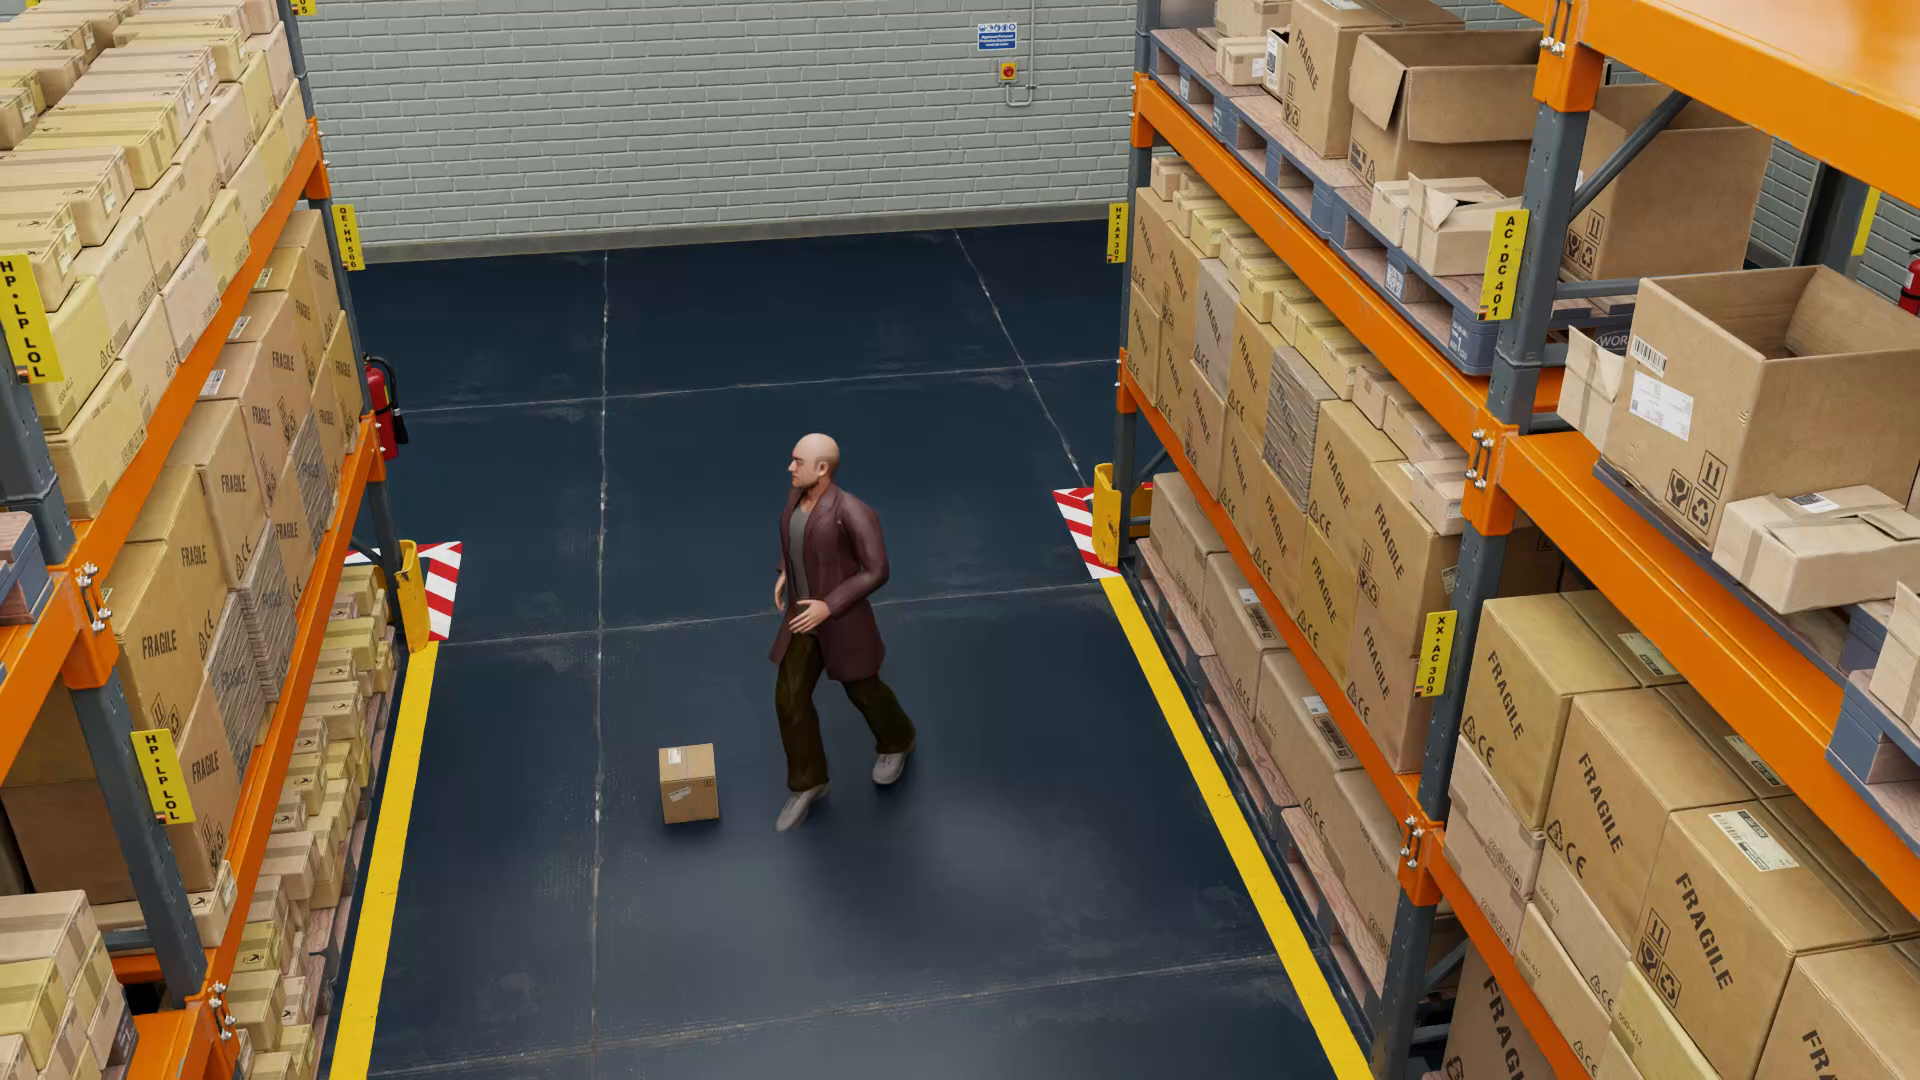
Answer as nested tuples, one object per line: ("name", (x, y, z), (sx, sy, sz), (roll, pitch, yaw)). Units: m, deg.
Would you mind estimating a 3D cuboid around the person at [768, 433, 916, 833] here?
("person", (-0.655, 0.395, 7.523), (0.724, 1.780, 0.859), (19, 35, 29))
